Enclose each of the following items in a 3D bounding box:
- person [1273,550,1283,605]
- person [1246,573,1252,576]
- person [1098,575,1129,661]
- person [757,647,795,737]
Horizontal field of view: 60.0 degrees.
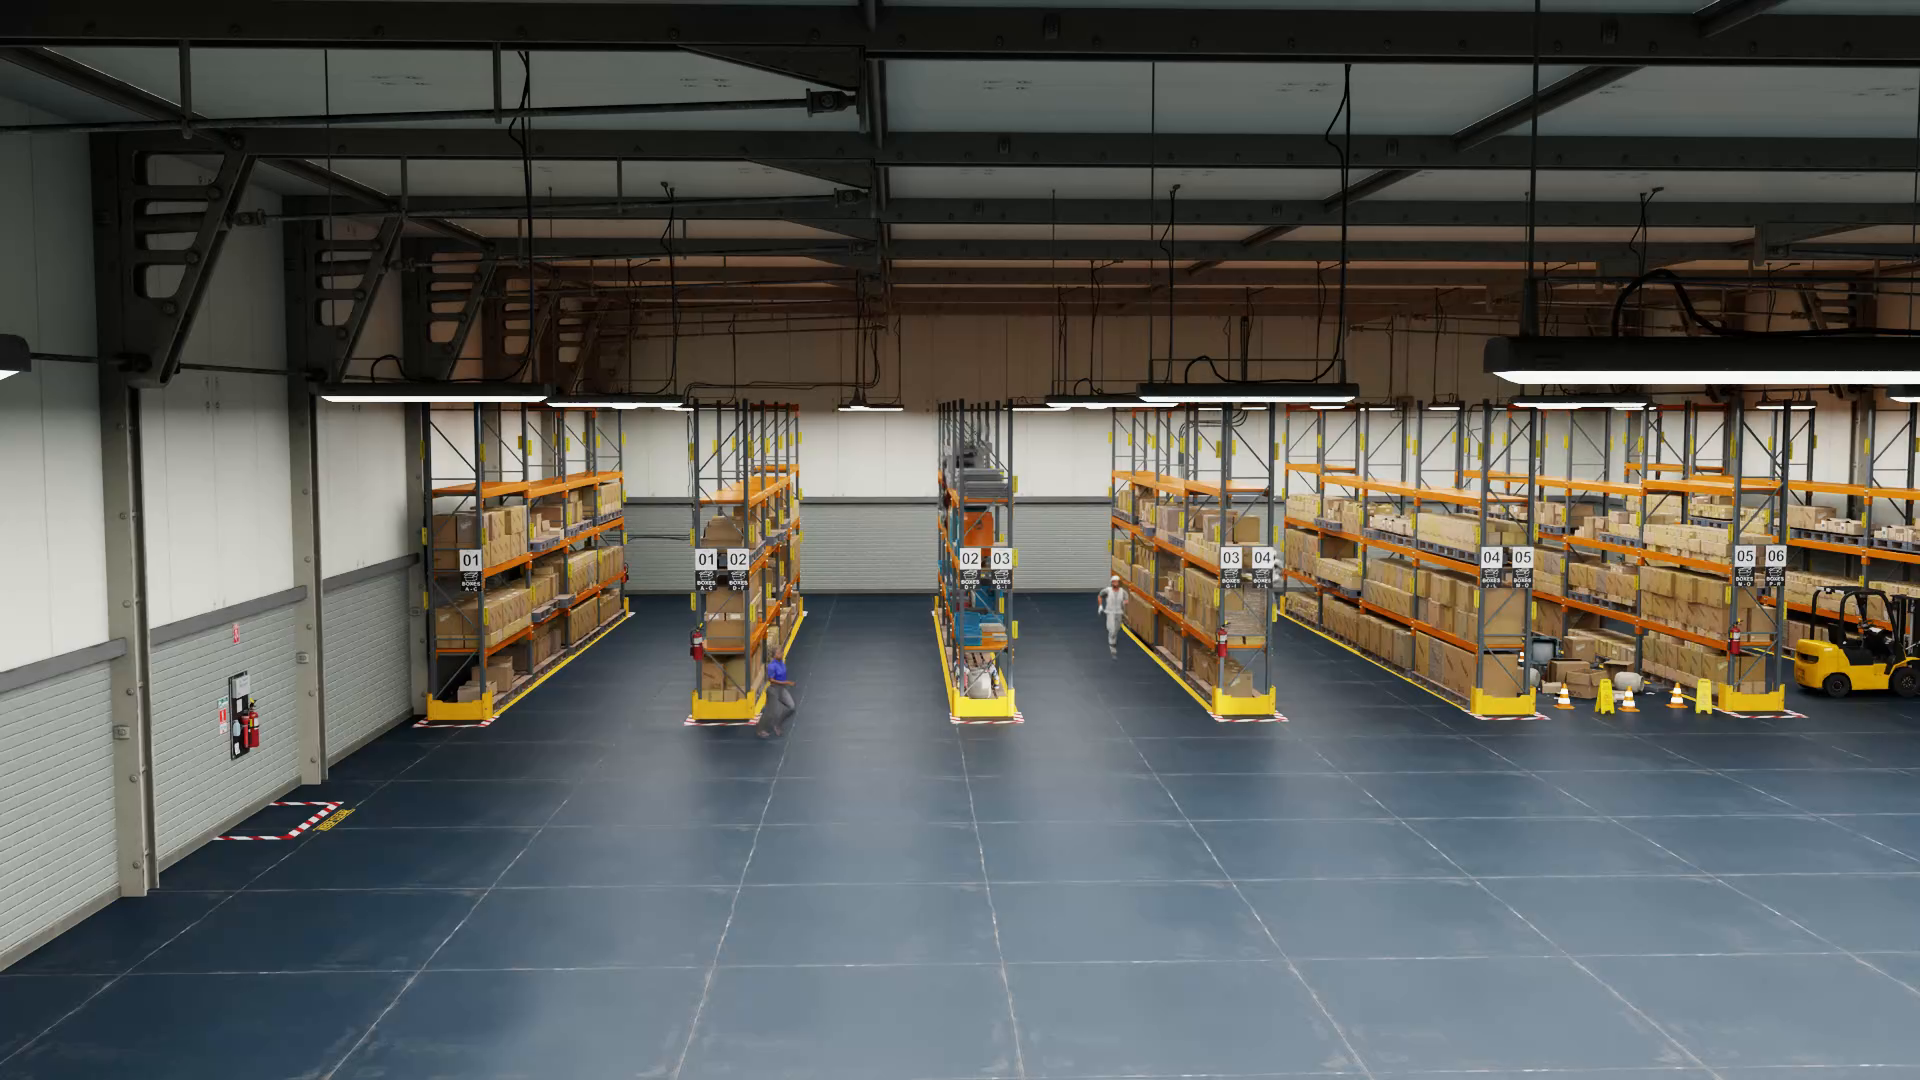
[{"bbox_3d":[9.108,1.158,48.727,0.620,1.747,0.745,-1,5,-16],"label":"person"},{"bbox_3d":[8.013,1.393,45.944,0.554,1.688,0.667,0,4,6],"label":"person"},{"bbox_3d":[3.454,1.728,37.161,0.643,1.895,0.835,-1,4,-14],"label":"person"},{"bbox_3d":[-3.200,2.674,29.293,0.803,1.607,0.591,3,5,33],"label":"person"}]
